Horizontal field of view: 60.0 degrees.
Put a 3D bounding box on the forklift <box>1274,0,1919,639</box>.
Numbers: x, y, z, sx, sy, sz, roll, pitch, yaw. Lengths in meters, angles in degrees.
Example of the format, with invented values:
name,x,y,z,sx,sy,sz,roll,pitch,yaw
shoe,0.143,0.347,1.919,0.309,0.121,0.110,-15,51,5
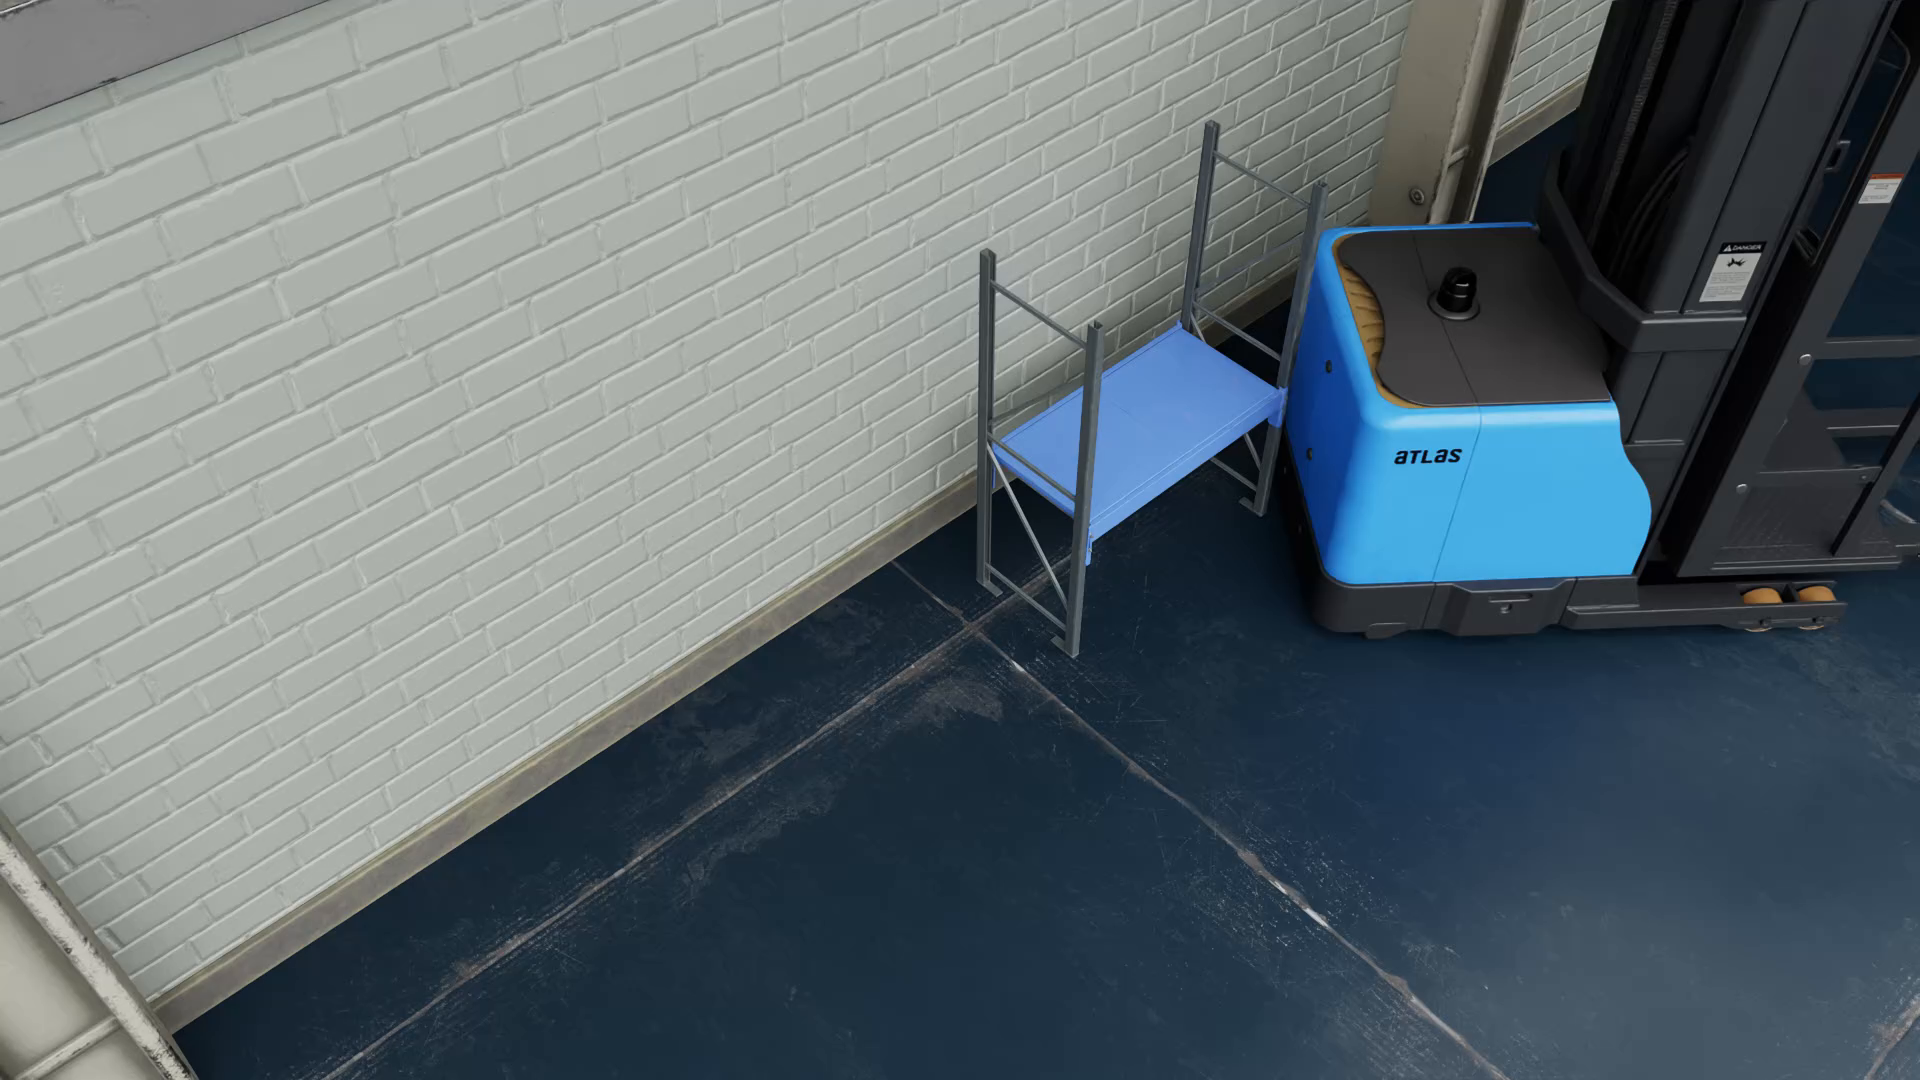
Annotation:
name,x,y,z,sx,sy,sz,roll,pitch,yaw
forklift,2.734,-1.056,5.230,3.031,2.935,1.130,-2,47,-2

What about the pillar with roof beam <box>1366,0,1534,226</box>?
name,x,y,z,sx,sy,sz,roll,pitch,yaw
pillar with roof beam,4.940,-2.056,2.024,0.400,9.000,9.100,-34,56,-27

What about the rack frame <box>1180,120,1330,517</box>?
name,x,y,z,sx,sy,sz,roll,pitch,yaw
rack frame,0.987,-0.738,5.910,0.032,1.500,0.500,-34,56,-27

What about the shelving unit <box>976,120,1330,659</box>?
name,x,y,z,sx,sy,sz,roll,pitch,yaw
shelving unit,0.613,-0.485,5.677,1.048,1.500,0.538,-34,56,-27

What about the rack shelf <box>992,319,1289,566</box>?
name,x,y,z,sx,sy,sz,roll,pitch,yaw
rack shelf,0.613,-0.363,5.809,1.000,0.185,0.538,-34,56,-27

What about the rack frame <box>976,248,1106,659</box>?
name,x,y,z,sx,sy,sz,roll,pitch,yaw
rack frame,0.239,-0.232,5.444,0.032,1.500,0.500,-34,56,-27
